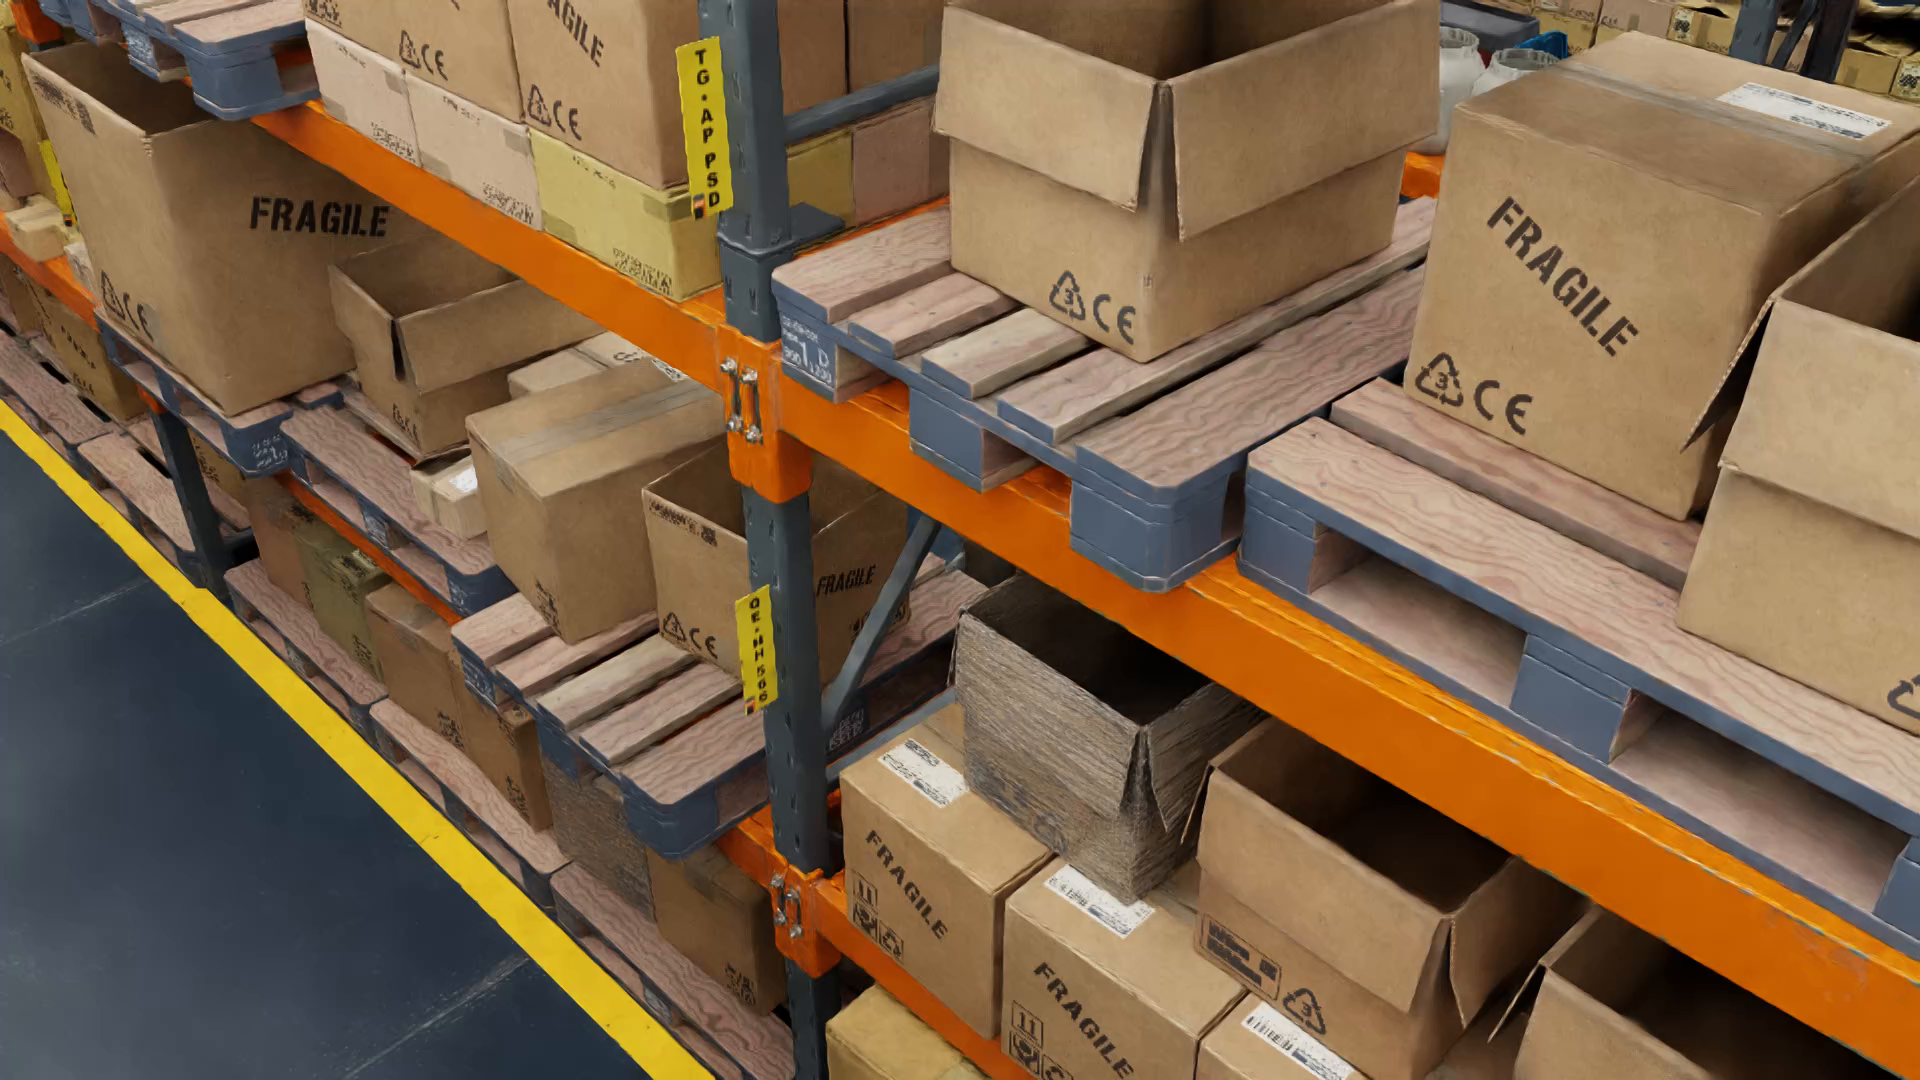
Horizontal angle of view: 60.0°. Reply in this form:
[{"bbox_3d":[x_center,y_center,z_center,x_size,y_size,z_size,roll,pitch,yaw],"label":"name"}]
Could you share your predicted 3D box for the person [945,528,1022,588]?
[{"bbox_3d":[0.077,-0.053,6.226,0.605,1.641,0.553,-19,40,-25],"label":"person"}]
